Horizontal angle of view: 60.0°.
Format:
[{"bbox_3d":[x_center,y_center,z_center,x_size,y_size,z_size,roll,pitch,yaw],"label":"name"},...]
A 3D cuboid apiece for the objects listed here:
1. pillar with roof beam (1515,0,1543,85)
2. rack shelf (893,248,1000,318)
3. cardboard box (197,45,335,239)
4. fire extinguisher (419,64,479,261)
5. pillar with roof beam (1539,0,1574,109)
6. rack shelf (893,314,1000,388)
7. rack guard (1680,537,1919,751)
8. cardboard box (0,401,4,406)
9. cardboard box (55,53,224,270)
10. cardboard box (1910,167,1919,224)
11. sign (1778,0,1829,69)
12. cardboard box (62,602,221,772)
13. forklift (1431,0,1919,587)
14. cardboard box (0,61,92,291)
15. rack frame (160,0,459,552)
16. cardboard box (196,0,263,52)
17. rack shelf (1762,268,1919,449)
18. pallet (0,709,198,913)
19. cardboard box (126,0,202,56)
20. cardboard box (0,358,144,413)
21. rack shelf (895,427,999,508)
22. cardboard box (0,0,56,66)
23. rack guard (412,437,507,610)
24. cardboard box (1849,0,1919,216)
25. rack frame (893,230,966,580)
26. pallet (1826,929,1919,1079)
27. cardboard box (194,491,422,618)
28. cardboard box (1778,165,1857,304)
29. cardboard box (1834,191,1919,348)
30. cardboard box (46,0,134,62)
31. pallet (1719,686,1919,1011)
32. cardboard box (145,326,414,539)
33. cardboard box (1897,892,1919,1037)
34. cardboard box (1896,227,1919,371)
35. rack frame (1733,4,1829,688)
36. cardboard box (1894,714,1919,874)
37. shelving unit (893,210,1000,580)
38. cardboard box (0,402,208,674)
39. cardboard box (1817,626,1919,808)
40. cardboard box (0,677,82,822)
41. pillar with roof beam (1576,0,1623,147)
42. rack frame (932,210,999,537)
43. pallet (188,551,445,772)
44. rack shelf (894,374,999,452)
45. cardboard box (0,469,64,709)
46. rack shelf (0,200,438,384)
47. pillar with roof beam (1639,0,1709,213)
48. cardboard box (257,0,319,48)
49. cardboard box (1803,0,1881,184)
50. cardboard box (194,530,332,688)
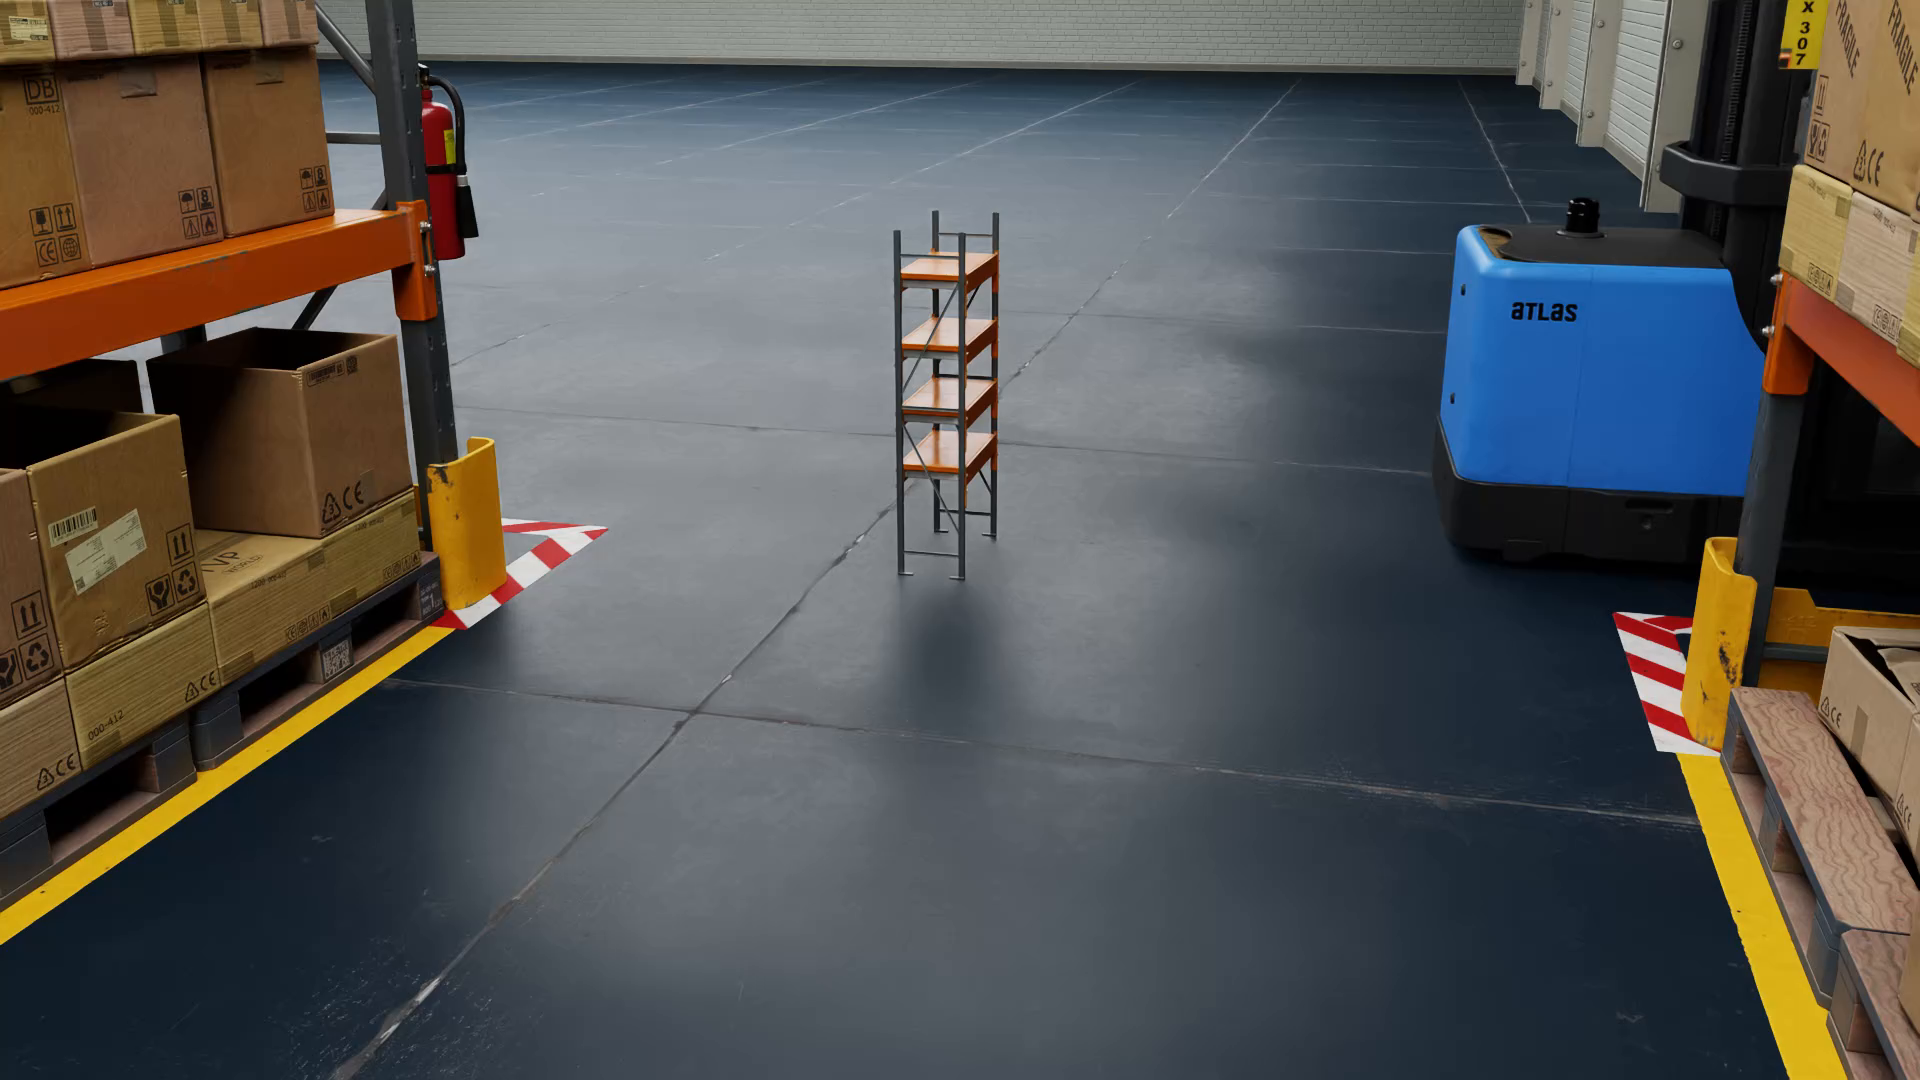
[{"bbox_3d":[6.456,-13.178,30.848,9.100,9.000,0.400,5,19,13],"label":"pillar with roof beam"},{"bbox_3d":[-0.040,-0.888,5.715,0.258,0.148,0.480,5,19,13],"label":"rack shelf"},{"bbox_3d":[-2.298,-1.176,4.835,0.700,0.500,0.500,5,19,13],"label":"cardboard box"},{"bbox_3d":[-1.693,-1.238,5.291,0.296,0.674,0.183,5,19,13],"label":"fire extinguisher"},{"bbox_3d":[4.990,-11.298,25.342,9.100,9.000,0.400,5,19,13],"label":"pillar with roof beam"},{"bbox_3d":[-0.040,-0.664,5.791,0.258,0.148,0.480,5,19,13],"label":"rack shelf"},{"bbox_3d":[2.614,0.323,4.469,1.175,0.500,0.348,5,19,13],"label":"rack guard"},{"bbox_3d":[-2.749,-0.061,4.171,0.500,0.500,0.500,5,19,13],"label":"cardboard box"},{"bbox_3d":[-2.422,-1.011,4.352,0.700,0.500,0.500,5,20,15],"label":"cardboard box"},{"bbox_3d":[1.962,-0.736,2.742,0.500,0.500,0.500,4,19,12],"label":"cardboard box"},{"bbox_3d":[2.106,-1.336,4.120,0.100,0.325,0.005,5,19,13],"label":"sign"},{"bbox_3d":[-2.247,0.334,4.172,0.500,0.250,0.500,5,19,13],"label":"cardboard box"},{"bbox_3d":[3.324,-1.366,5.654,3.031,2.935,1.130,4,19,11],"label":"forklift"},{"bbox_3d":[-2.549,-0.856,3.898,0.700,0.500,0.500,5,19,14],"label":"cardboard box"},{"bbox_3d":[-2.172,-1.274,5.277,1.000,3.000,0.127,5,19,13],"label":"rack frame"},{"bbox_3d":[-2.143,-1.411,4.521,0.380,0.149,0.250,5,20,15],"label":"cardboard box"},{"bbox_3d":[2.144,0.083,2.416,1.077,0.370,4.000,5,19,13],"label":"rack shelf"},{"bbox_3d":[-2.618,0.670,3.900,1.003,0.211,1.213,5,19,13],"label":"pallet"},{"bbox_3d":[-2.205,-1.331,4.286,0.380,0.149,0.250,4,19,13],"label":"cardboard box"},{"bbox_3d":[-2.639,-0.219,4.632,0.500,0.500,0.500,5,19,13],"label":"cardboard box"},{"bbox_3d":[-0.040,-0.264,5.928,0.258,0.148,0.480,5,19,13],"label":"rack shelf"},{"bbox_3d":[-2.333,-1.170,3.815,0.380,0.149,0.250,5,20,15],"label":"cardboard box"},{"bbox_3d":[-2.166,-0.099,5.703,1.175,0.500,0.348,5,19,13],"label":"rack guard"},{"bbox_3d":[2.094,-0.897,3.215,0.500,0.500,0.500,5,19,14],"label":"cardboard box"},{"bbox_3d":[-0.100,-0.439,5.618,0.240,1.200,0.015,5,19,13],"label":"rack frame"},{"bbox_3d":[2.081,1.092,2.663,1.003,0.211,1.213,5,19,13],"label":"pallet"},{"bbox_3d":[-2.016,0.020,5.093,0.500,0.250,0.500,5,19,13],"label":"cardboard box"},{"bbox_3d":[2.206,-0.695,3.782,0.500,0.250,0.500,4,19,12],"label":"cardboard box"},{"bbox_3d":[2.092,-0.531,3.302,0.500,0.250,0.500,4,19,12],"label":"cardboard box"},{"bbox_3d":[-2.269,-1.253,4.056,0.380,0.149,0.250,5,19,14],"label":"cardboard box"},{"bbox_3d":[2.381,0.711,3.779,1.003,0.211,1.213,5,19,13],"label":"pallet"},{"bbox_3d":[-2.014,-0.335,4.971,0.500,0.500,0.500,5,19,13],"label":"cardboard box"},{"bbox_3d":[2.009,0.705,2.669,0.700,0.500,0.500,3,19,10],"label":"cardboard box"},{"bbox_3d":[1.962,-0.372,2.836,0.500,0.250,0.500,4,19,13],"label":"cardboard box"},{"bbox_3d":[2.633,-0.884,4.135,1.000,3.000,0.127,5,19,13],"label":"rack frame"},{"bbox_3d":[2.237,0.569,3.361,0.500,0.311,0.500,6,20,18],"label":"cardboard box"},{"bbox_3d":[-0.040,-0.516,5.842,0.258,1.200,0.503,5,19,13],"label":"shelving unit"},{"bbox_3d":[-2.244,-0.020,4.050,0.500,0.500,0.500,5,19,13],"label":"cardboard box"},{"bbox_3d":[2.376,0.390,3.884,0.500,0.311,0.500,2,19,7],"label":"cardboard box"},{"bbox_3d":[-2.371,0.491,3.714,0.500,0.250,0.500,5,19,13],"label":"cardboard box"},{"bbox_3d":[3.524,-9.417,19.836,9.100,9.000,0.400,5,19,13],"label":"pillar with roof beam"},{"bbox_3d":[0.019,-0.592,6.066,0.240,1.200,0.015,5,19,13],"label":"rack frame"},{"bbox_3d":[-2.318,0.288,5.016,1.003,0.211,1.213,5,19,13],"label":"pallet"},{"bbox_3d":[-0.040,-0.452,5.863,0.258,0.148,0.480,5,19,13],"label":"rack shelf"},{"bbox_3d":[-2.368,0.136,3.592,0.500,0.500,0.500,5,19,13],"label":"cardboard box"},{"bbox_3d":[-2.661,-0.307,3.558,1.077,0.370,4.000,5,19,13],"label":"rack shelf"},{"bbox_3d":[2.058,-7.536,14.330,9.100,9.000,0.400,5,19,13],"label":"pillar with roof beam"},{"bbox_3d":[-2.080,-1.494,4.761,0.380,0.149,0.250,4,19,12],"label":"cardboard box"},{"bbox_3d":[2.225,-1.051,3.666,0.500,0.500,0.500,5,19,13],"label":"cardboard box"},{"bbox_3d":[-2.127,0.177,4.632,0.500,0.250,0.500,5,19,13],"label":"cardboard box"}]
